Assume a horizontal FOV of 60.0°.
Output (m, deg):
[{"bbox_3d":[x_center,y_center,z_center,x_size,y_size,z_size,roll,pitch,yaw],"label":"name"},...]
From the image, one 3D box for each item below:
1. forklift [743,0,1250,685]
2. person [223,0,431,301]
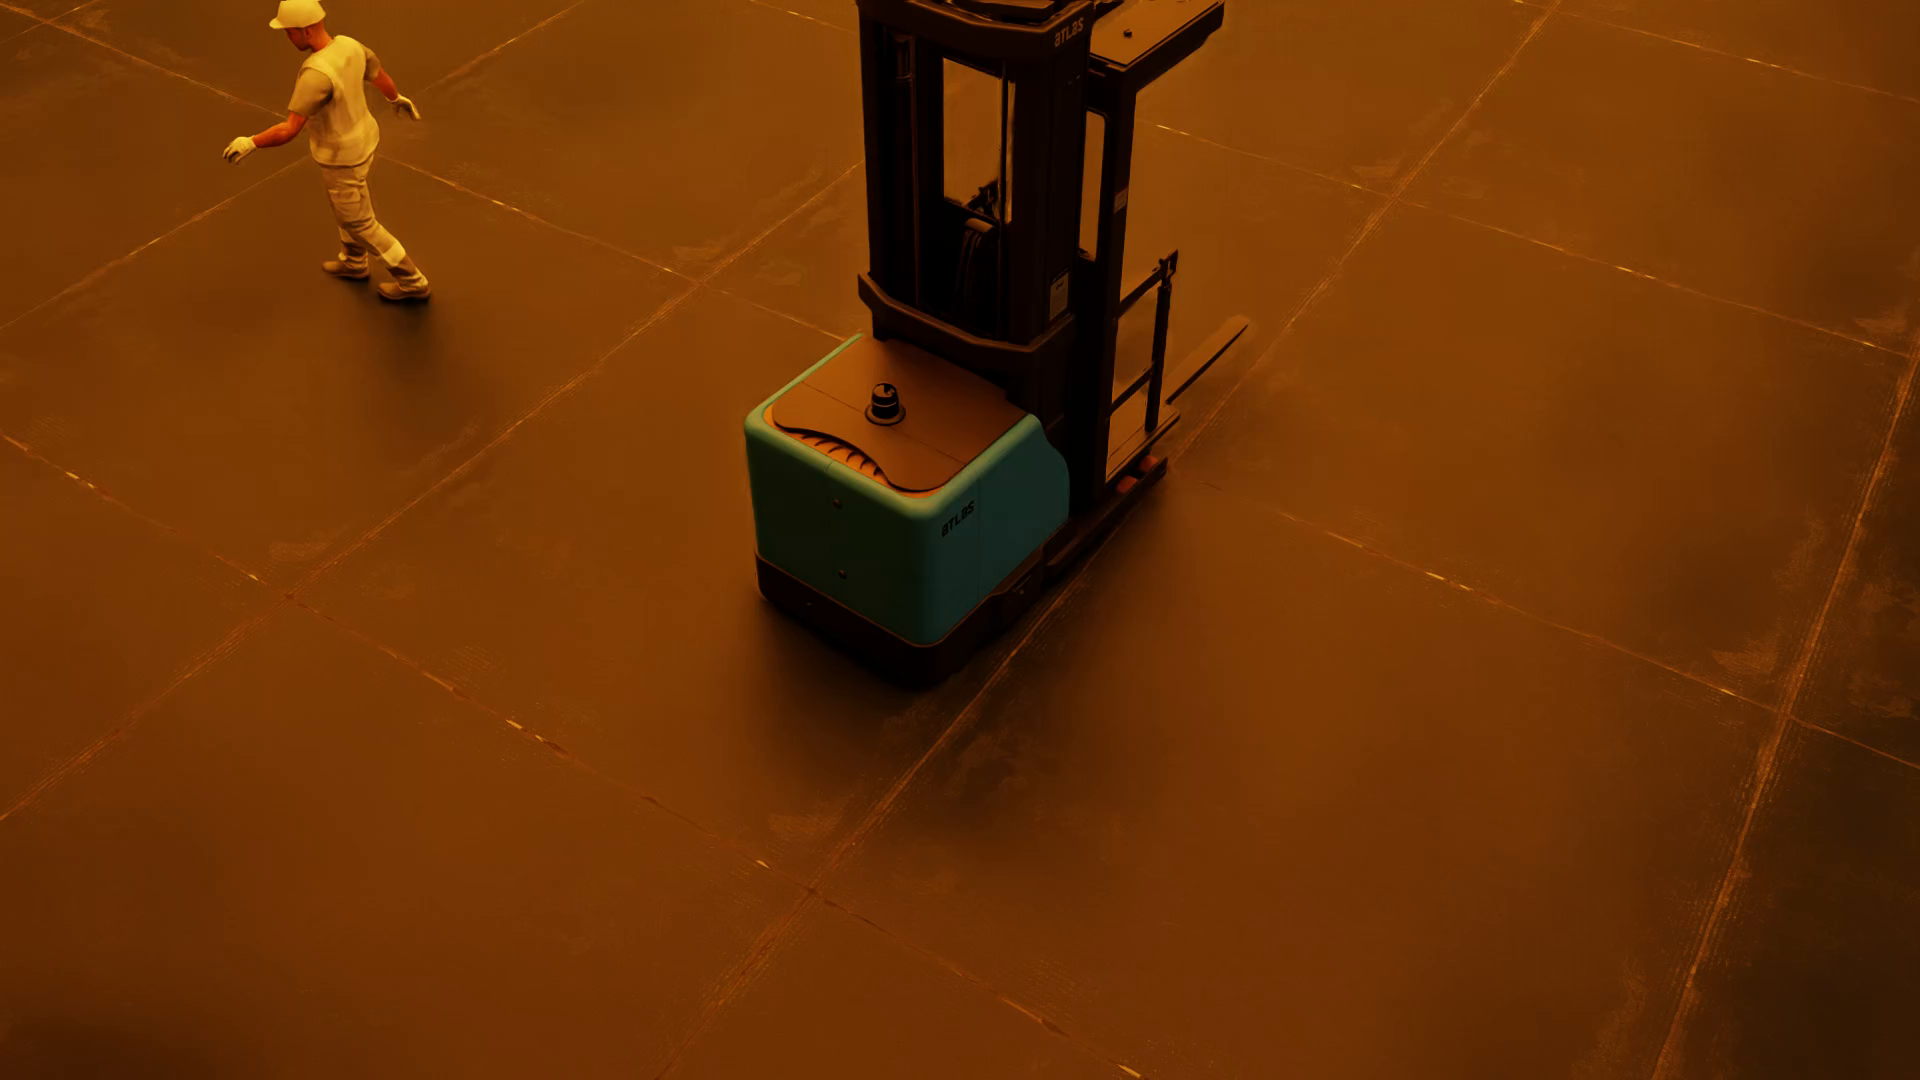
[{"bbox_3d":[0.367,-1.400,7.325,1.130,2.935,3.031,28,50,26],"label":"forklift"},{"bbox_3d":[-3.352,-2.112,8.941,0.752,1.763,1.001,5,44,5],"label":"person"}]
